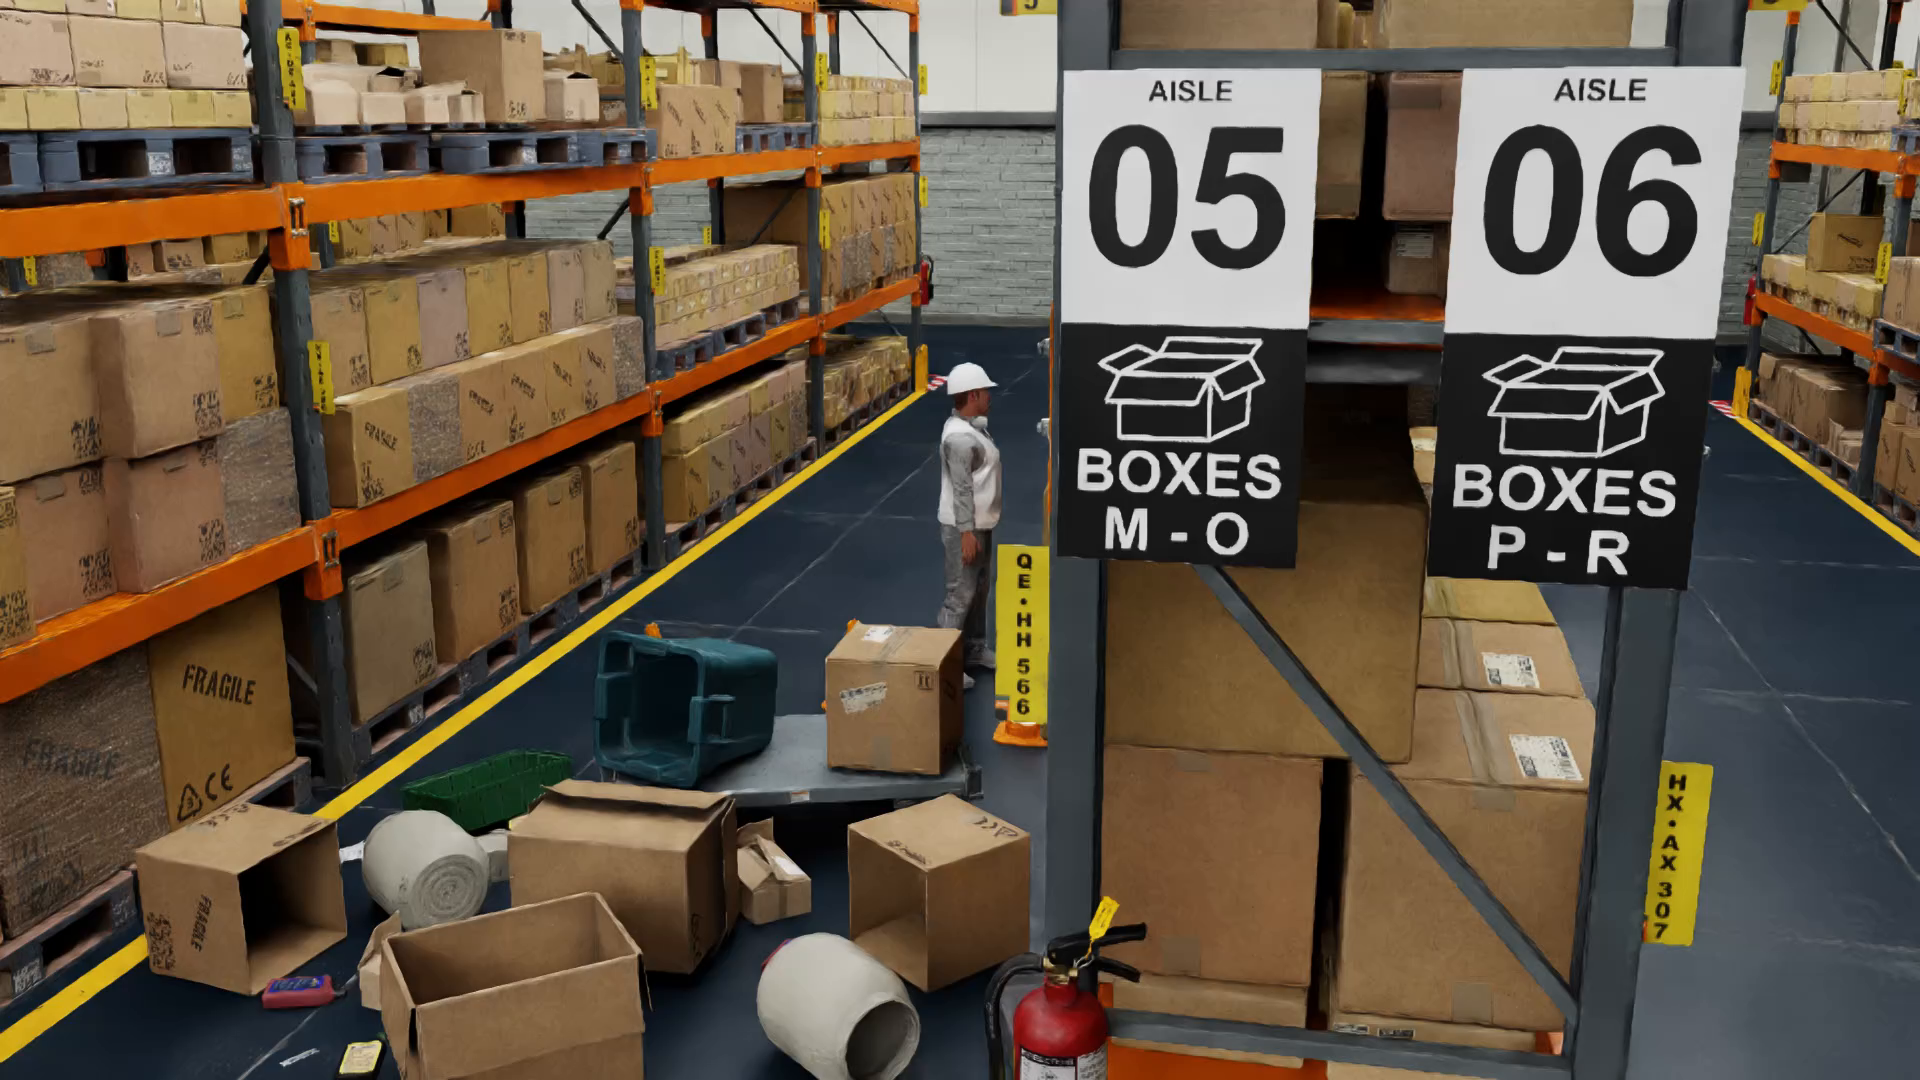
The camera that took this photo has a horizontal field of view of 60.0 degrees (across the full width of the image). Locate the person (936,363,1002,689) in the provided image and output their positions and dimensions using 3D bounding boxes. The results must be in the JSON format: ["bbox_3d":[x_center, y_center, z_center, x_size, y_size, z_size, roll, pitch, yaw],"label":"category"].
[{"bbox_3d":[0.077,-0.102,9.290,0.441,1.772,0.648,1,15,5],"label":"person"}]
